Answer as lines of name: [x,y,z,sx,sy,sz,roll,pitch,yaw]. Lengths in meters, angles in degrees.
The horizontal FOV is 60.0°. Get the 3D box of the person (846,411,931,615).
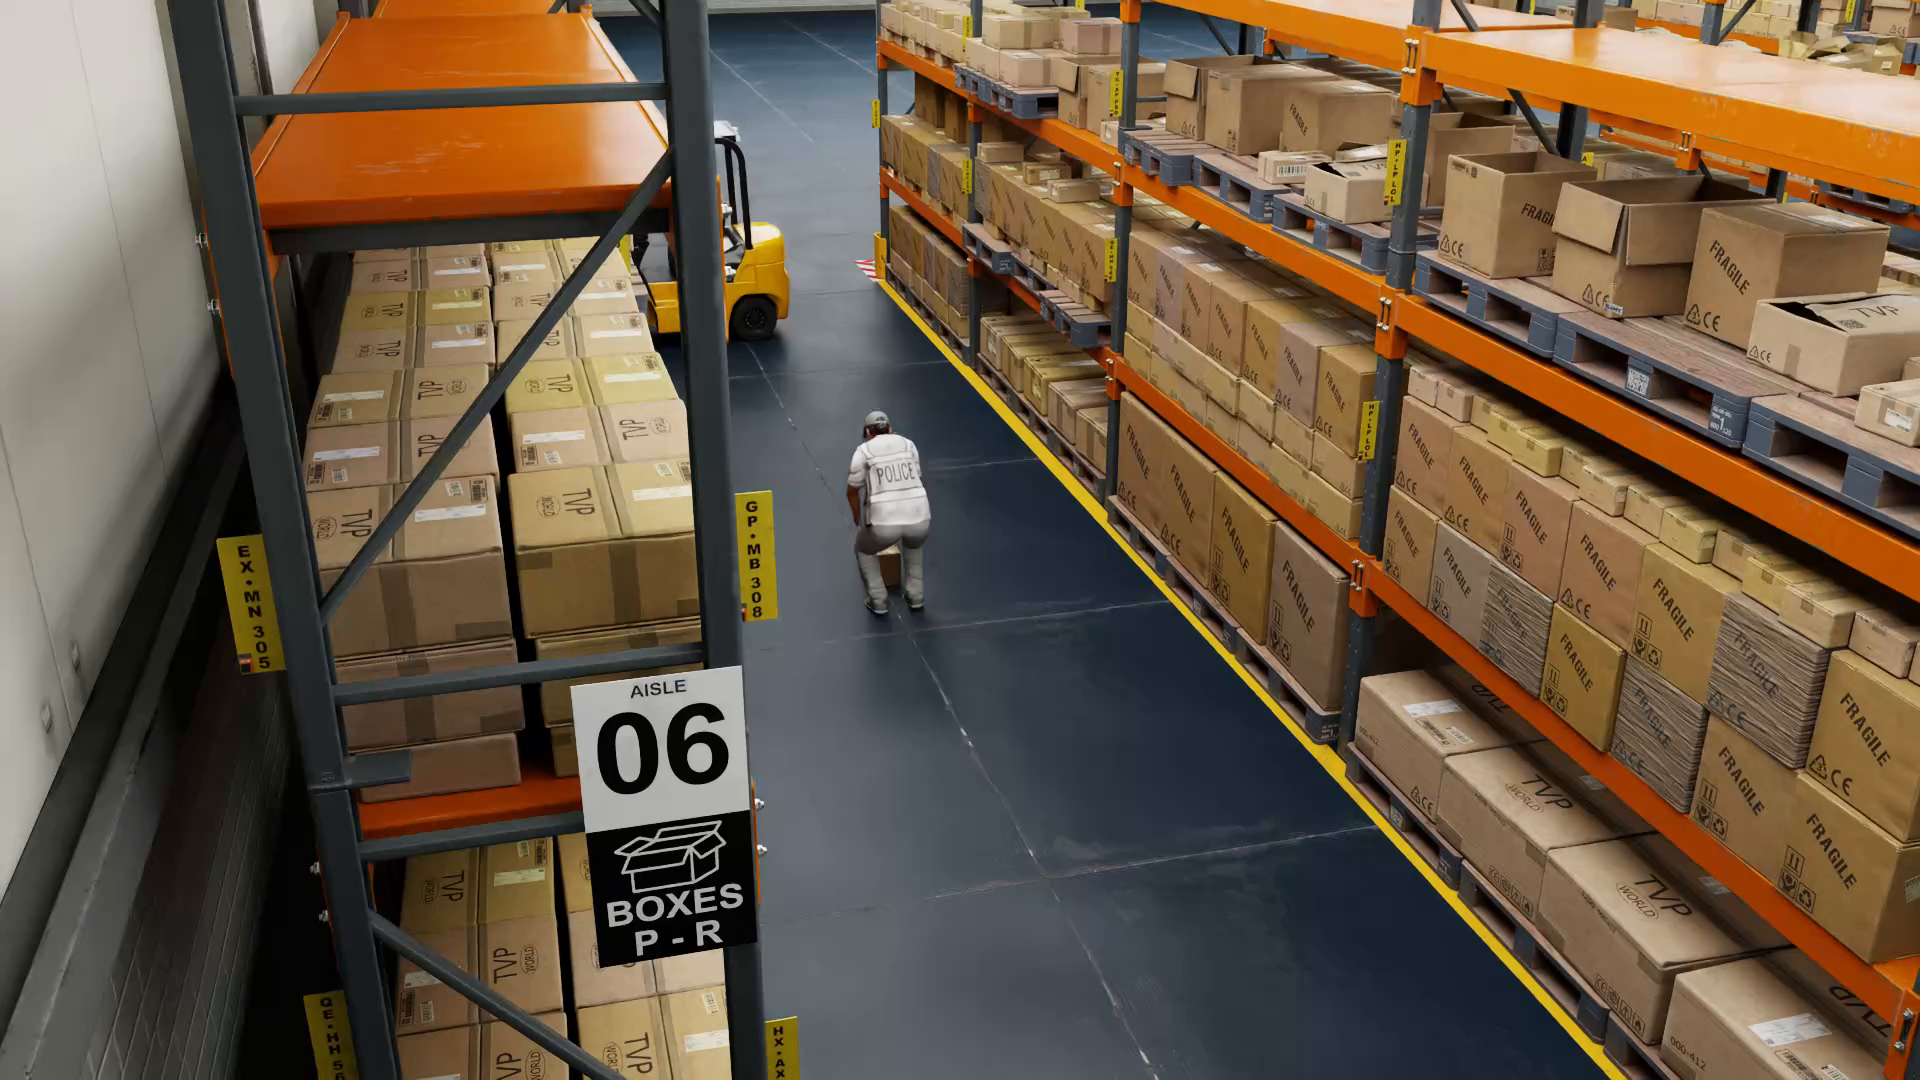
person: [-0.502,-0.172,11.455,0.534,1.351,0.721,-6,24,-14]
